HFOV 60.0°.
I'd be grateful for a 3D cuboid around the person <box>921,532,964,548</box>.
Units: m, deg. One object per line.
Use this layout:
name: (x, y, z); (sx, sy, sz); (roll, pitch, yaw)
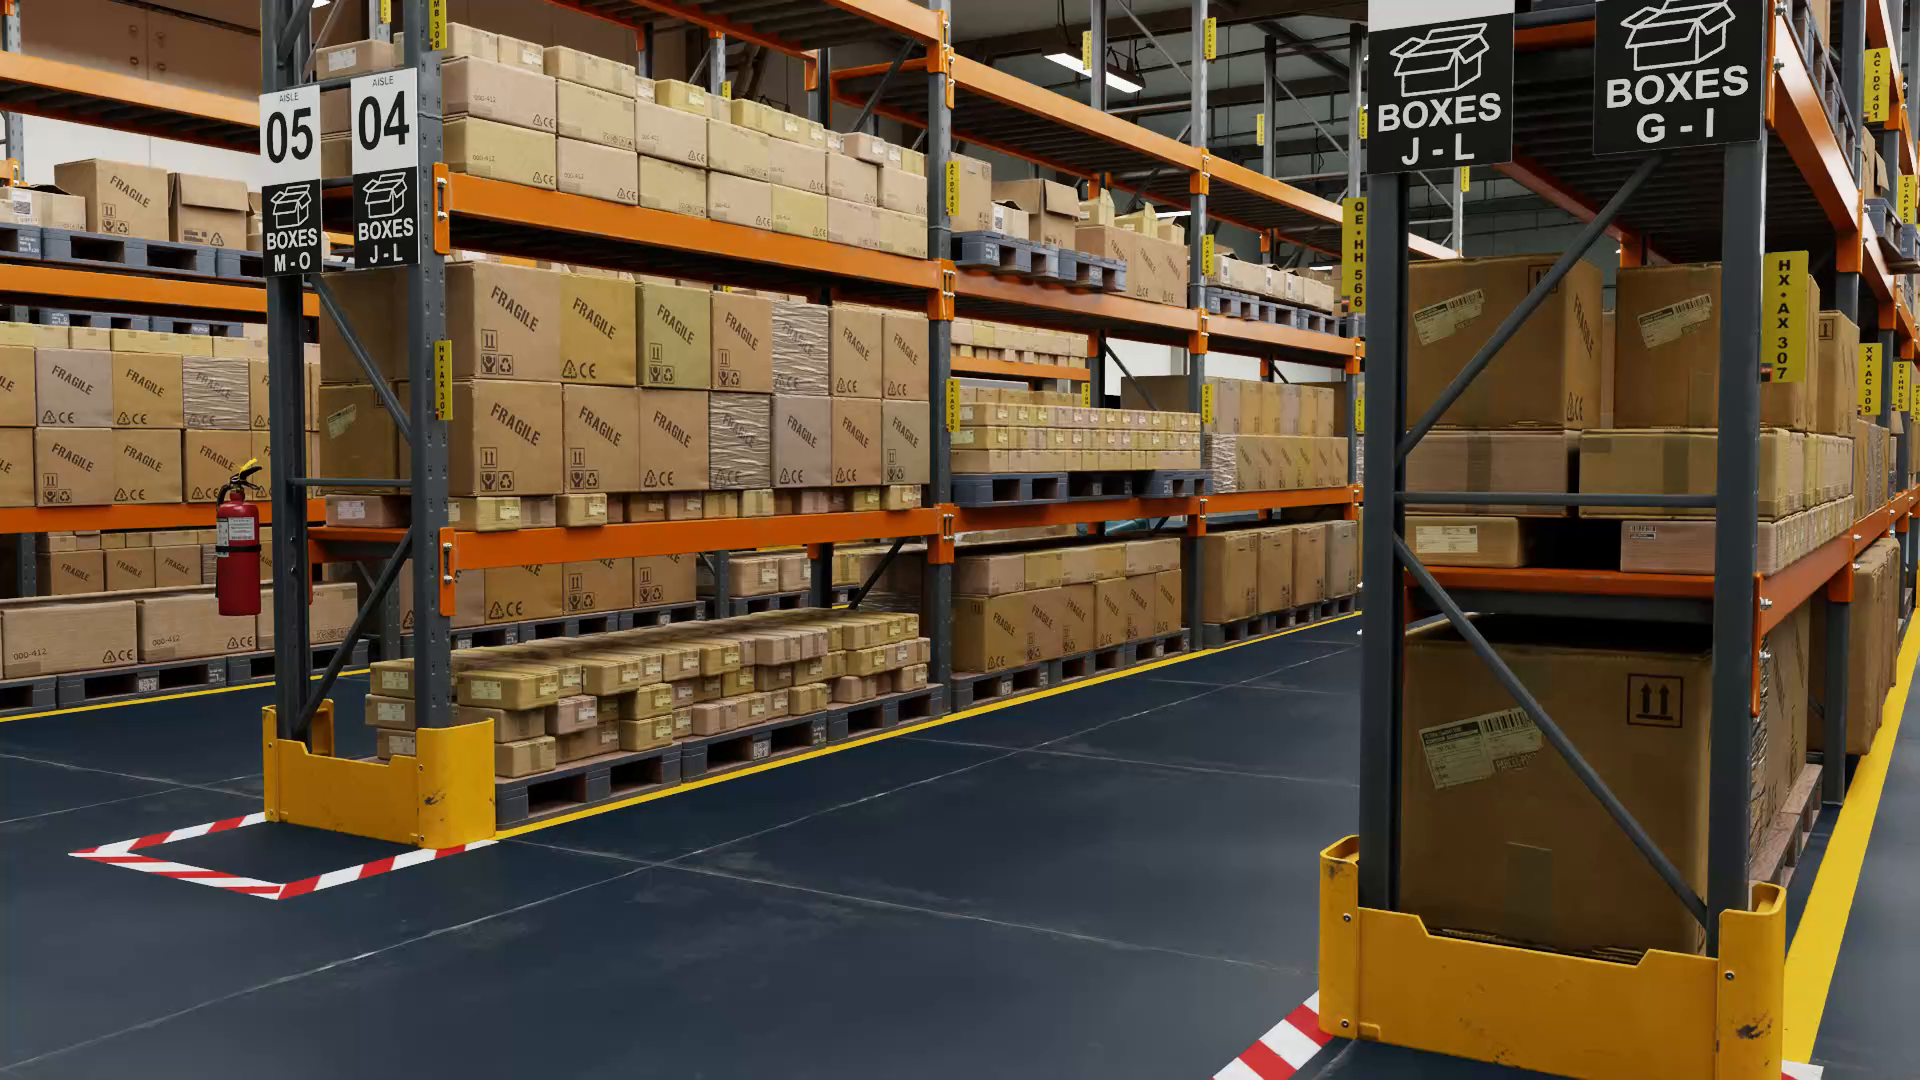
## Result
person: (-0.134, -0.004, 15.009); (0.488, 1.662, 0.711); (2, 3, 29)
